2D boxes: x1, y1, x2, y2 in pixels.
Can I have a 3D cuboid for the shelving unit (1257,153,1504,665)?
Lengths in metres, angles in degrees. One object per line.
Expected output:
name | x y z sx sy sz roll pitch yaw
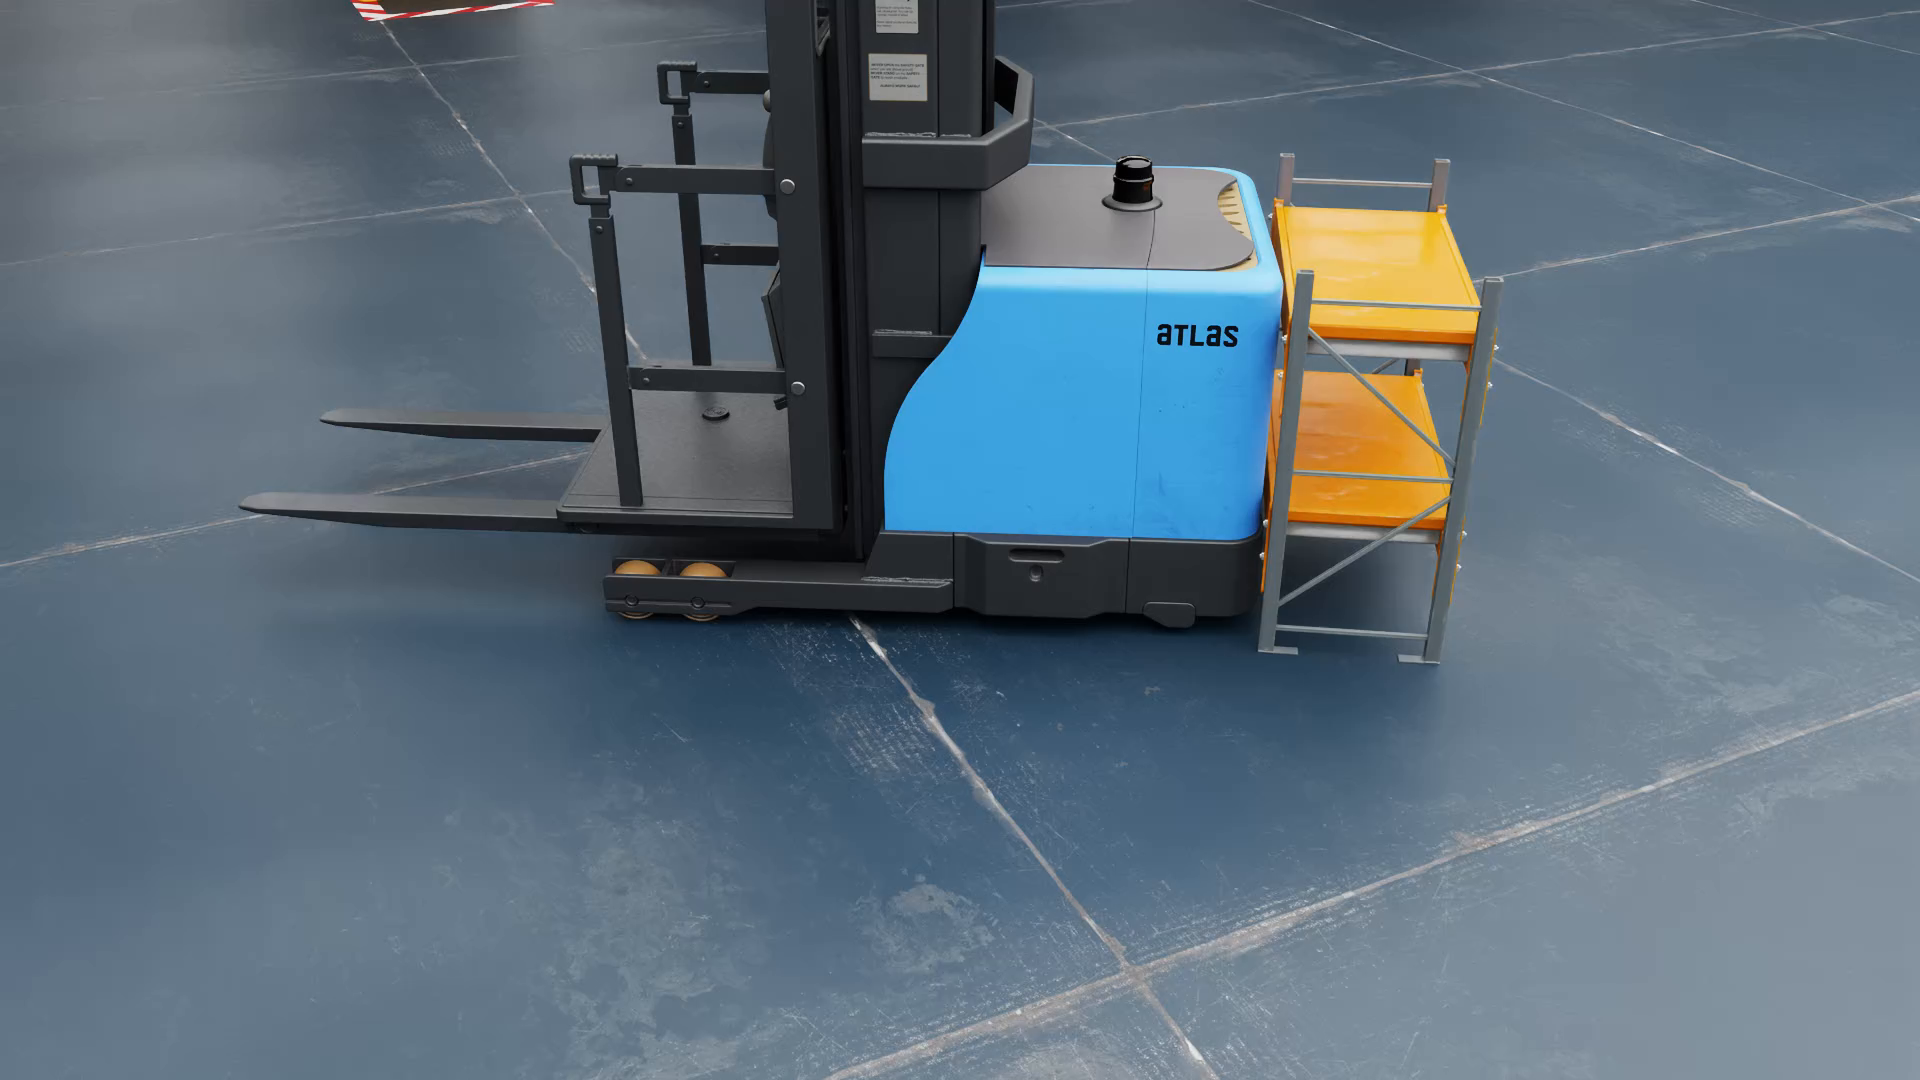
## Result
shelving unit | 1.153 -0.412 4.834 0.538 1.125 1.048 4 29 6

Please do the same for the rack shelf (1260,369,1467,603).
rack shelf | 1.153 -0.199 4.954 0.538 0.278 1.000 4 29 6

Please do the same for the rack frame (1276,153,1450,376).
rack frame | 1.216 -0.659 5.274 0.500 1.125 0.032 4 29 6

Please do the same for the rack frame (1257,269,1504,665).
rack frame | 1.089 -0.165 4.395 0.500 1.125 0.032 4 29 6

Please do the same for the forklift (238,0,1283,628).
forklift | -0.629 -1.299 4.569 3.031 2.935 1.130 2 29 3

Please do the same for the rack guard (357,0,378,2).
rack guard | -4.027 -4.425 12.630 1.175 0.500 0.348 -13 32 -22

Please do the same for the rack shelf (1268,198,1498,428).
rack shelf | 1.153 -0.667 4.691 0.538 0.278 1.000 4 29 6
